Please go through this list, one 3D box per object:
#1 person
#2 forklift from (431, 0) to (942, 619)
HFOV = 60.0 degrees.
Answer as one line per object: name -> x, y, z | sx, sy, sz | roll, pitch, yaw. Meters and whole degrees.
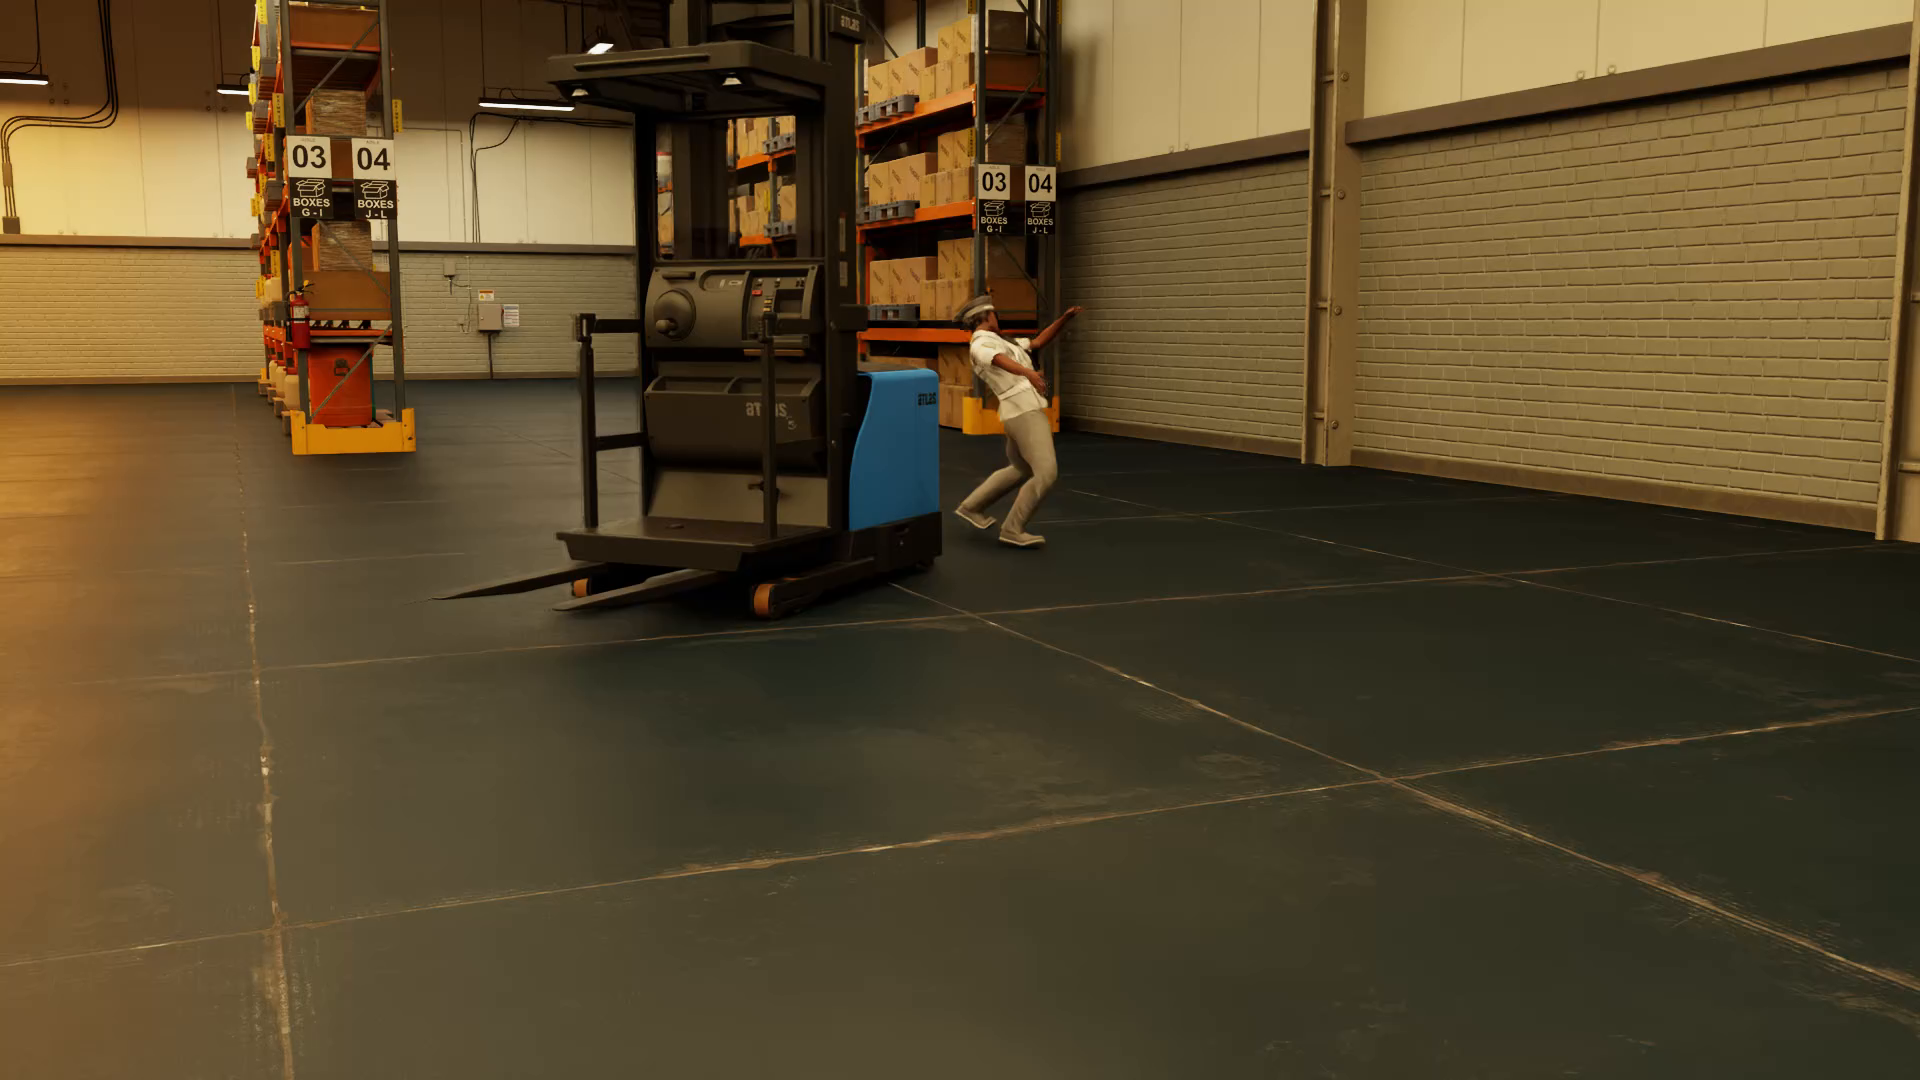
person -> 0.361, -0.706, 9.803 | 0.760, 1.472, 0.962 | 0, 8, -3
forklift -> -1.183, -1.161, 7.746 | 1.130, 2.935, 3.031 | 4, 8, 25
